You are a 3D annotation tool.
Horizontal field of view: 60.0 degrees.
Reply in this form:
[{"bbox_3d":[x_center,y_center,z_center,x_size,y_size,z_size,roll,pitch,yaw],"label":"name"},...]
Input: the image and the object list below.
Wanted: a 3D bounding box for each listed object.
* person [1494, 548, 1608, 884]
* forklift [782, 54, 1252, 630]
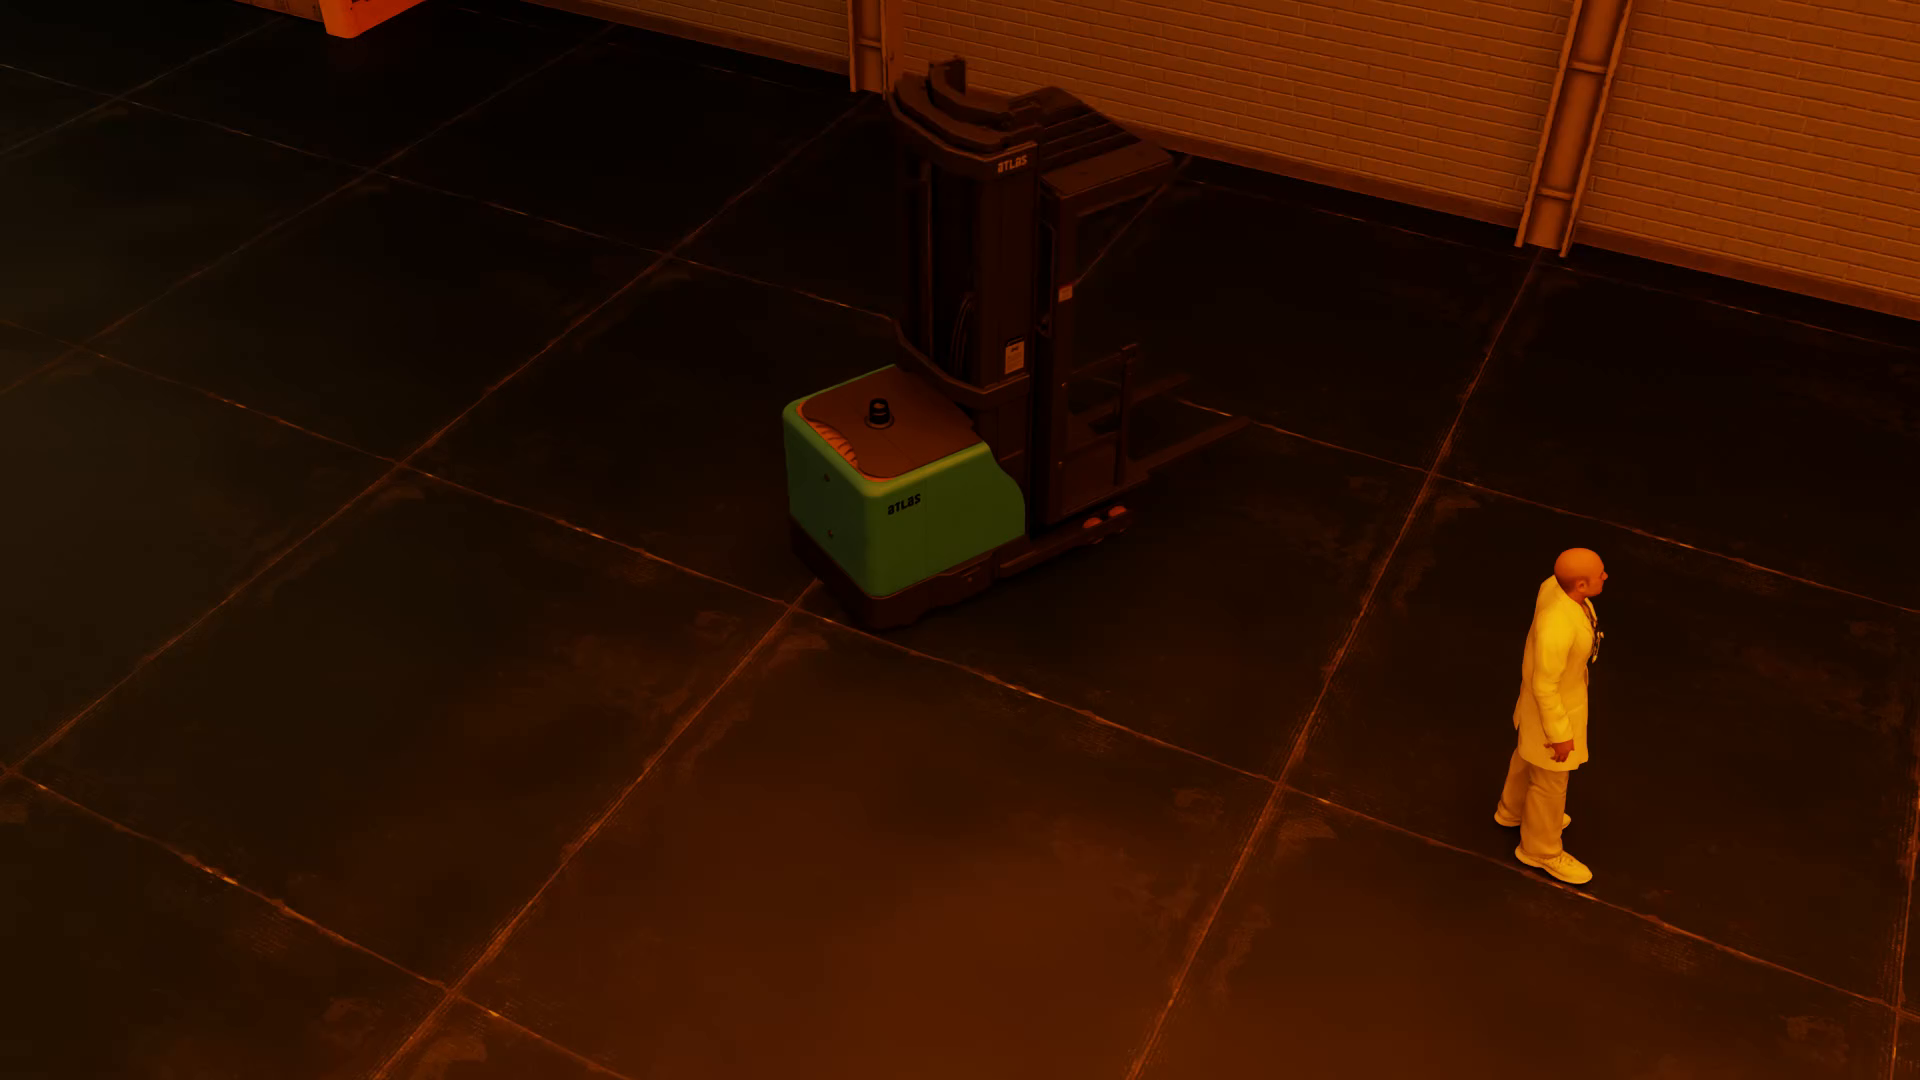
[{"bbox_3d":[2.925,0.789,7.933,0.581,1.776,0.694,11,41,13],"label":"person"},{"bbox_3d":[0.467,-1.354,9.594,3.031,2.935,1.130,-24,46,-26],"label":"forklift"}]
